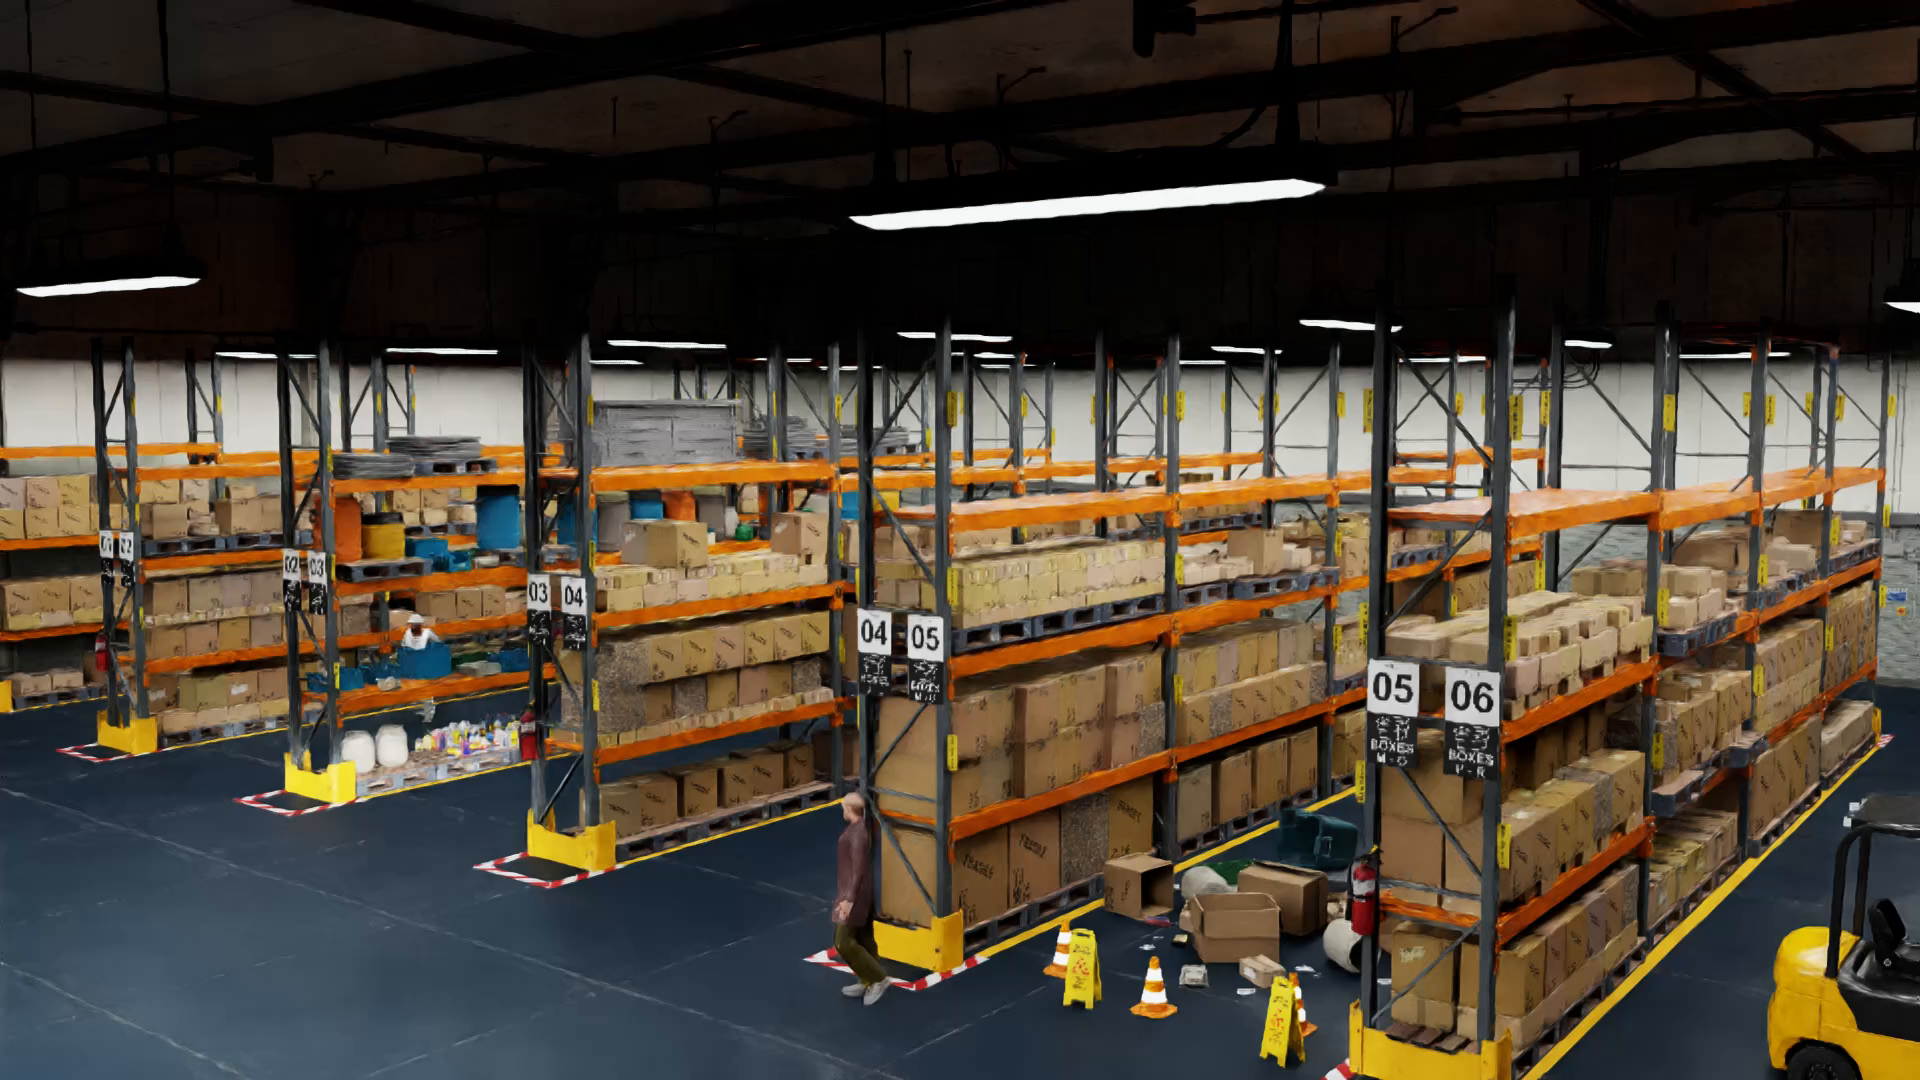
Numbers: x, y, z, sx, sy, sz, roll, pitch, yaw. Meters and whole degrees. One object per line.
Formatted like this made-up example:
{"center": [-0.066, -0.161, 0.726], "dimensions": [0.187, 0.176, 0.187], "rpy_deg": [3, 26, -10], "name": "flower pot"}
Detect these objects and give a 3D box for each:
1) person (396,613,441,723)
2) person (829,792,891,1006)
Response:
{"center": [-8.535, 2.004, 26.420], "dimensions": [0.692, 1.723, 0.846], "rpy_deg": [2, 5, 20], "name": "person"}
{"center": [-0.848, 3.091, 14.177], "dimensions": [0.528, 1.663, 0.743], "rpy_deg": [0, 5, 0], "name": "person"}
